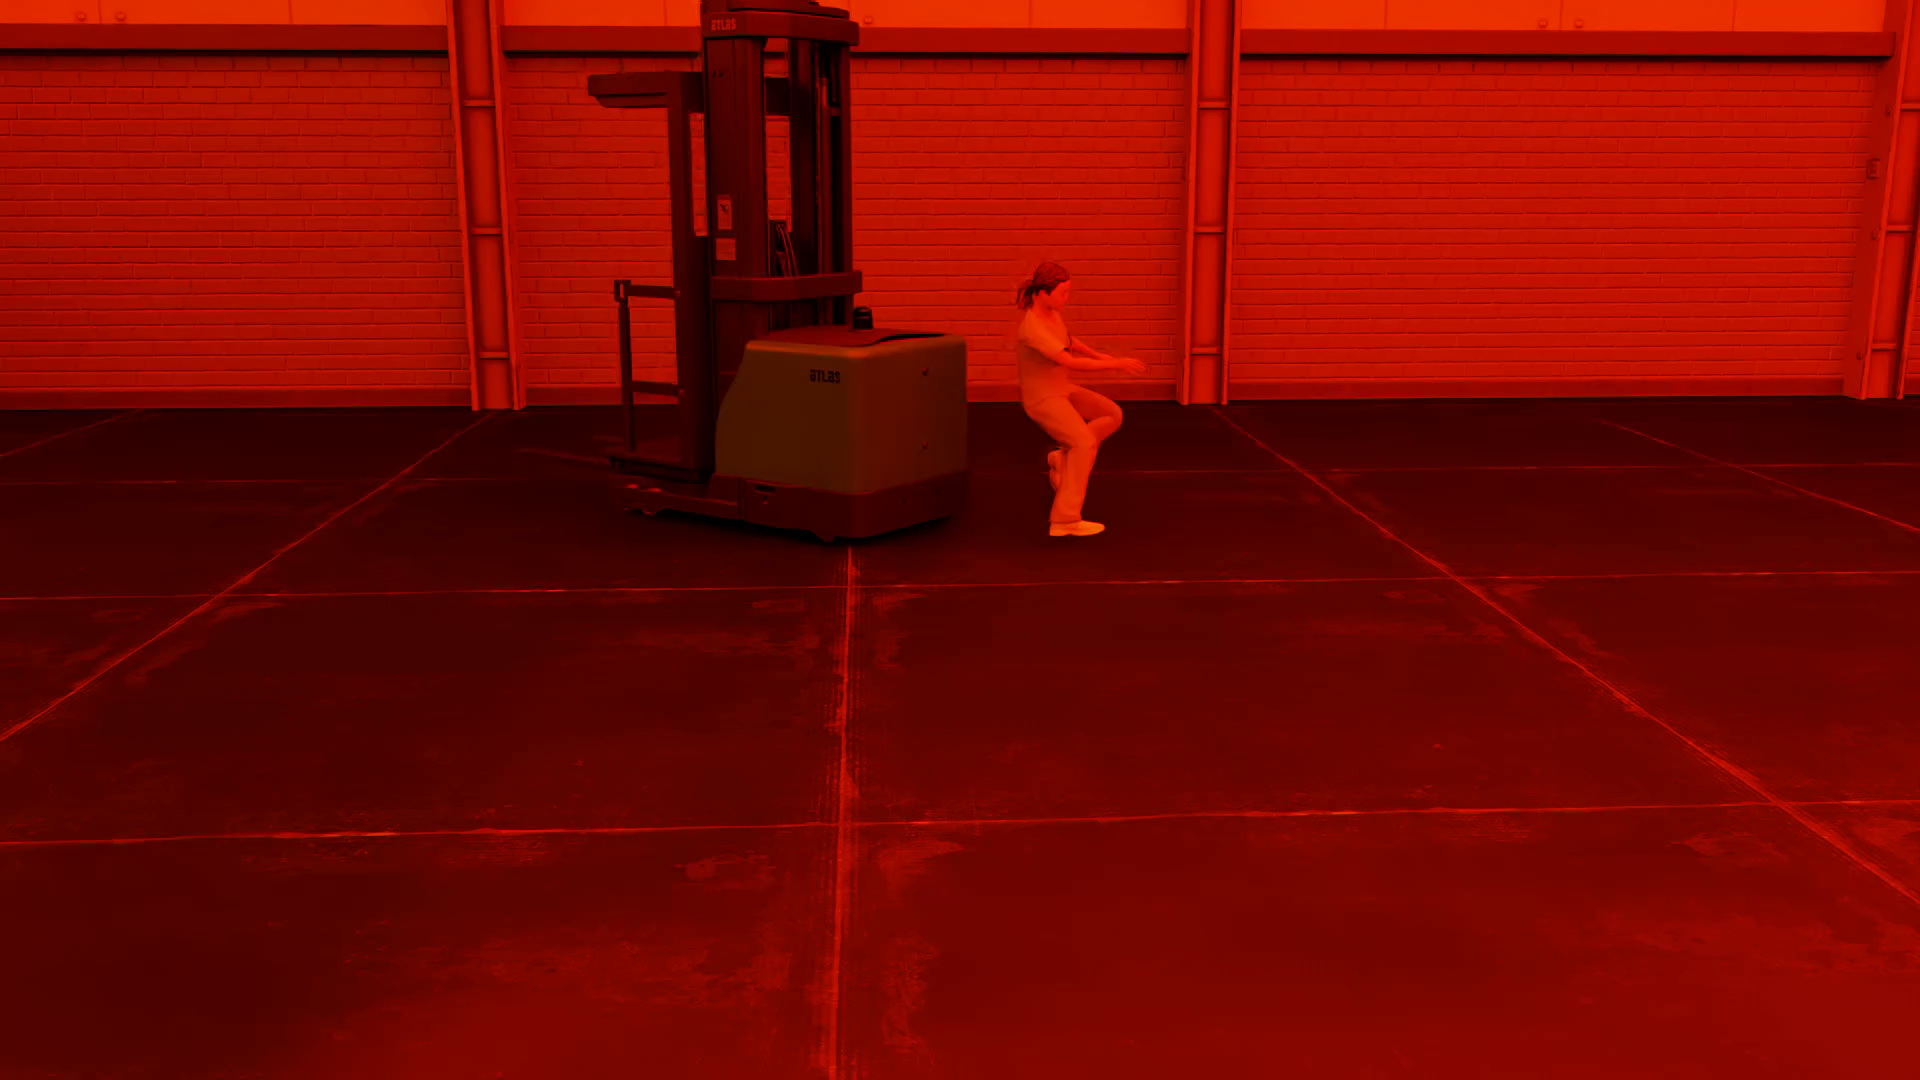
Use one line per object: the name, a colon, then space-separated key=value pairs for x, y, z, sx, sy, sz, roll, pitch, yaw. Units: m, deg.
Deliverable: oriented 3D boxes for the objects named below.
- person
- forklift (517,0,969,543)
person: x=0.672 y=-0.805 z=9.183 sx=0.761 sy=1.455 sz=0.818 roll=3 pitch=13 yaw=14
forklift: x=-1.431 y=-1.651 z=9.764 sx=3.031 sy=2.935 sz=1.130 roll=9 pitch=16 yaw=36
